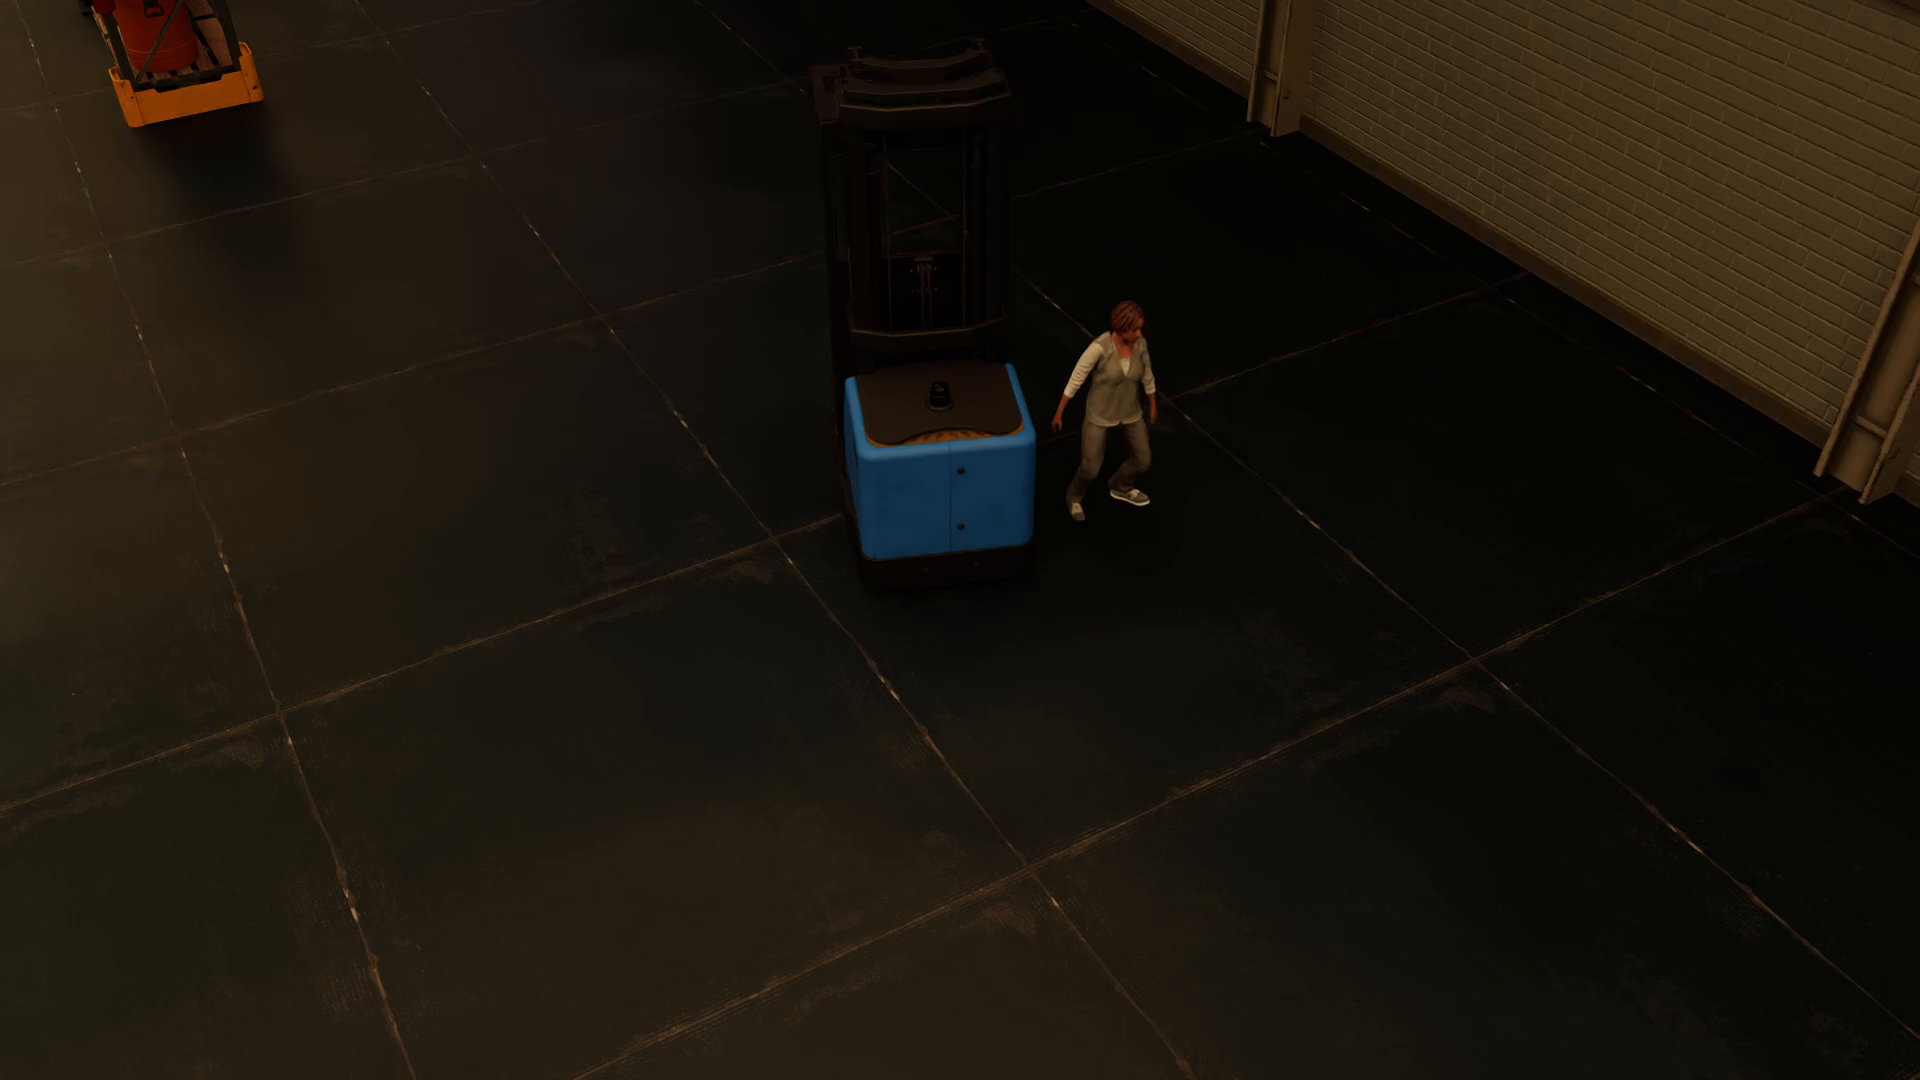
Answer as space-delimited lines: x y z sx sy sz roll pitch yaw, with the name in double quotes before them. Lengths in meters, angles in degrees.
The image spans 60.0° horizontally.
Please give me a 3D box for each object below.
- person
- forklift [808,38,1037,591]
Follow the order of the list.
"person" 0.882 -0.755 10.082 0.689 1.561 0.359 -11 41 -13
"forklift" -0.289 -1.765 10.164 1.130 2.935 3.031 -6 40 -7
